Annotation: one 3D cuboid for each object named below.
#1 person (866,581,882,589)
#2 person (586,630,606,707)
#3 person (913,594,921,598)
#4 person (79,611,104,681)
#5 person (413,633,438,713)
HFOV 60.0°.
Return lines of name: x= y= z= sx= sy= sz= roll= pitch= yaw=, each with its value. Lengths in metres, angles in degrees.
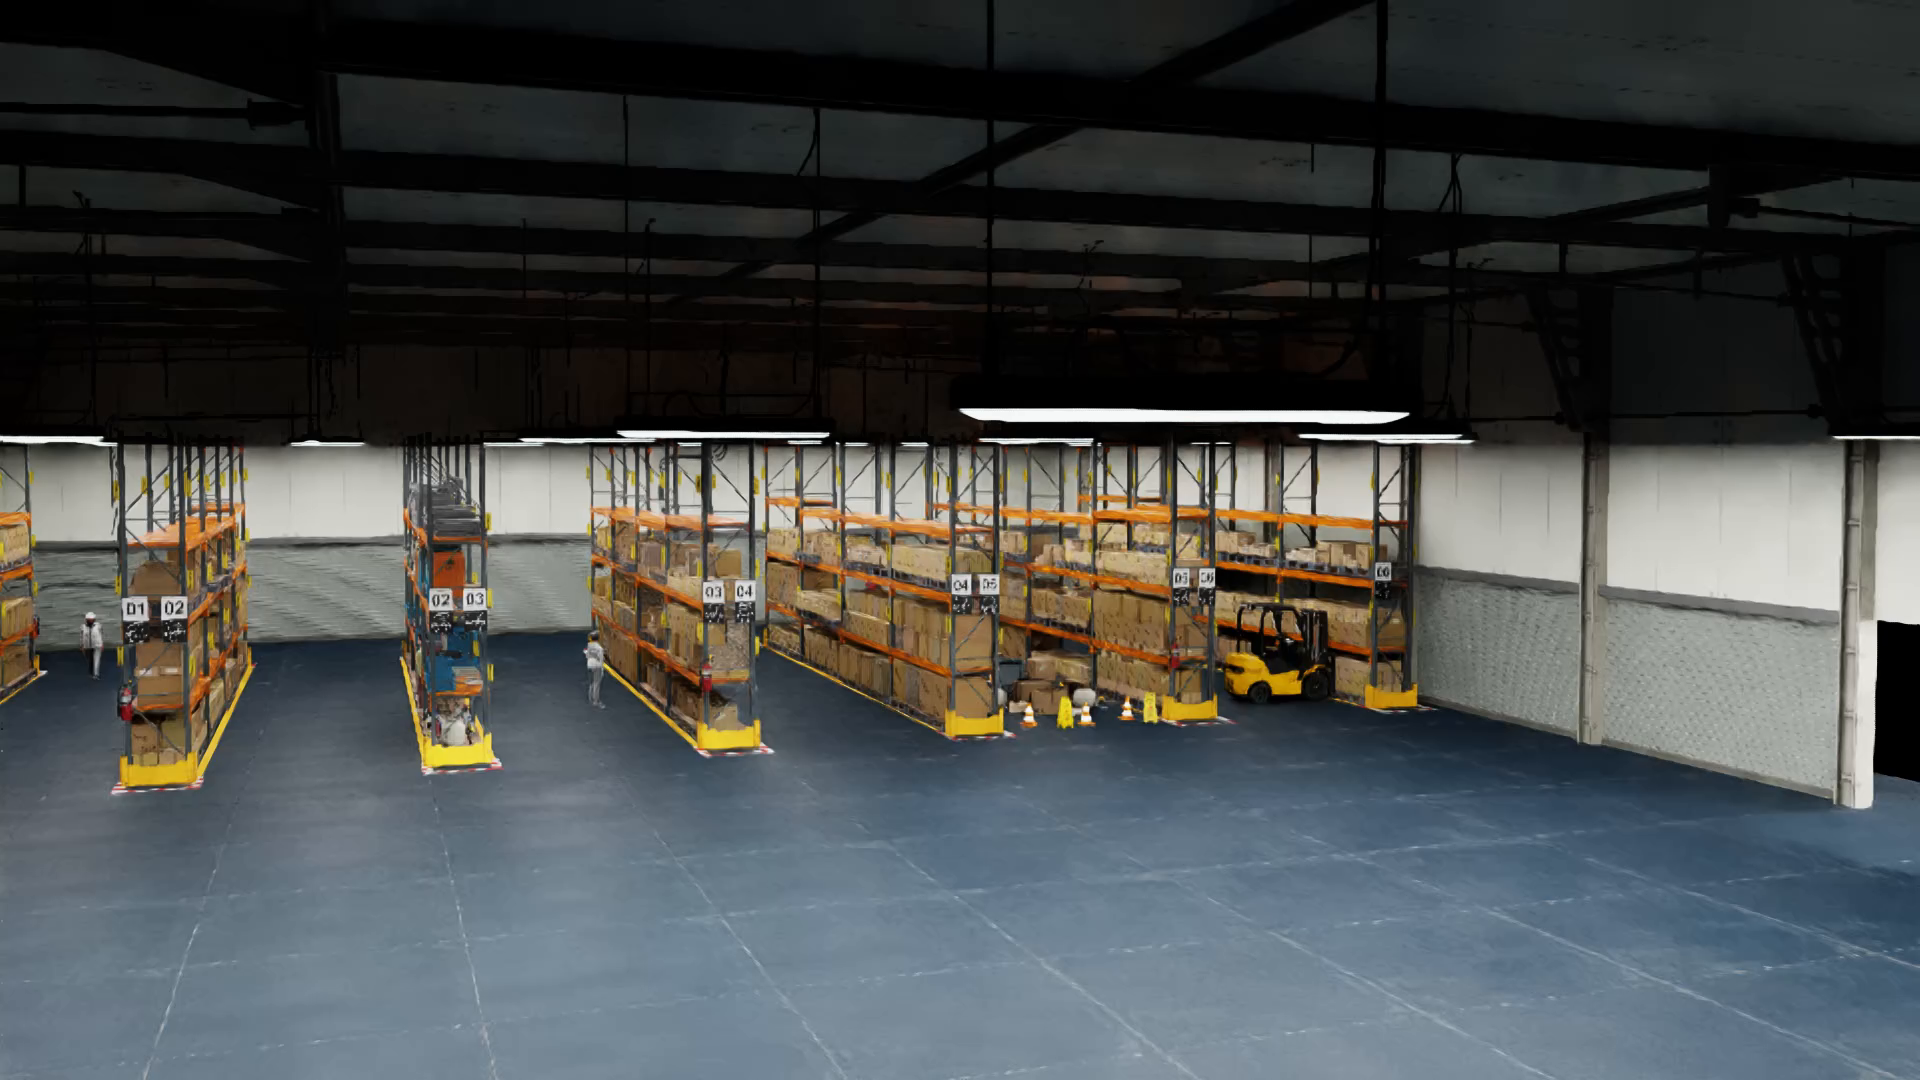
person: x=-2.743 y=1.887 z=53.880 sx=0.598 sy=1.716 sz=0.565 roll=1 pitch=3 yaw=17
person: x=-8.022 y=2.839 z=36.714 sx=0.538 sy=1.680 sz=0.408 roll=3 pitch=4 yaw=39
person: x=-1.096 y=2.346 z=45.081 sx=0.586 sy=1.755 sz=0.468 roll=3 pitch=4 yaw=44
person: x=-21.366 y=2.598 z=40.877 sx=0.535 sy=1.700 sz=1.115 roll=-1 pitch=3 yaw=-18
person: x=-11.130 y=2.769 z=34.627 sx=0.483 sy=1.668 sz=0.529 roll=-2 pitch=4 yaw=-28
